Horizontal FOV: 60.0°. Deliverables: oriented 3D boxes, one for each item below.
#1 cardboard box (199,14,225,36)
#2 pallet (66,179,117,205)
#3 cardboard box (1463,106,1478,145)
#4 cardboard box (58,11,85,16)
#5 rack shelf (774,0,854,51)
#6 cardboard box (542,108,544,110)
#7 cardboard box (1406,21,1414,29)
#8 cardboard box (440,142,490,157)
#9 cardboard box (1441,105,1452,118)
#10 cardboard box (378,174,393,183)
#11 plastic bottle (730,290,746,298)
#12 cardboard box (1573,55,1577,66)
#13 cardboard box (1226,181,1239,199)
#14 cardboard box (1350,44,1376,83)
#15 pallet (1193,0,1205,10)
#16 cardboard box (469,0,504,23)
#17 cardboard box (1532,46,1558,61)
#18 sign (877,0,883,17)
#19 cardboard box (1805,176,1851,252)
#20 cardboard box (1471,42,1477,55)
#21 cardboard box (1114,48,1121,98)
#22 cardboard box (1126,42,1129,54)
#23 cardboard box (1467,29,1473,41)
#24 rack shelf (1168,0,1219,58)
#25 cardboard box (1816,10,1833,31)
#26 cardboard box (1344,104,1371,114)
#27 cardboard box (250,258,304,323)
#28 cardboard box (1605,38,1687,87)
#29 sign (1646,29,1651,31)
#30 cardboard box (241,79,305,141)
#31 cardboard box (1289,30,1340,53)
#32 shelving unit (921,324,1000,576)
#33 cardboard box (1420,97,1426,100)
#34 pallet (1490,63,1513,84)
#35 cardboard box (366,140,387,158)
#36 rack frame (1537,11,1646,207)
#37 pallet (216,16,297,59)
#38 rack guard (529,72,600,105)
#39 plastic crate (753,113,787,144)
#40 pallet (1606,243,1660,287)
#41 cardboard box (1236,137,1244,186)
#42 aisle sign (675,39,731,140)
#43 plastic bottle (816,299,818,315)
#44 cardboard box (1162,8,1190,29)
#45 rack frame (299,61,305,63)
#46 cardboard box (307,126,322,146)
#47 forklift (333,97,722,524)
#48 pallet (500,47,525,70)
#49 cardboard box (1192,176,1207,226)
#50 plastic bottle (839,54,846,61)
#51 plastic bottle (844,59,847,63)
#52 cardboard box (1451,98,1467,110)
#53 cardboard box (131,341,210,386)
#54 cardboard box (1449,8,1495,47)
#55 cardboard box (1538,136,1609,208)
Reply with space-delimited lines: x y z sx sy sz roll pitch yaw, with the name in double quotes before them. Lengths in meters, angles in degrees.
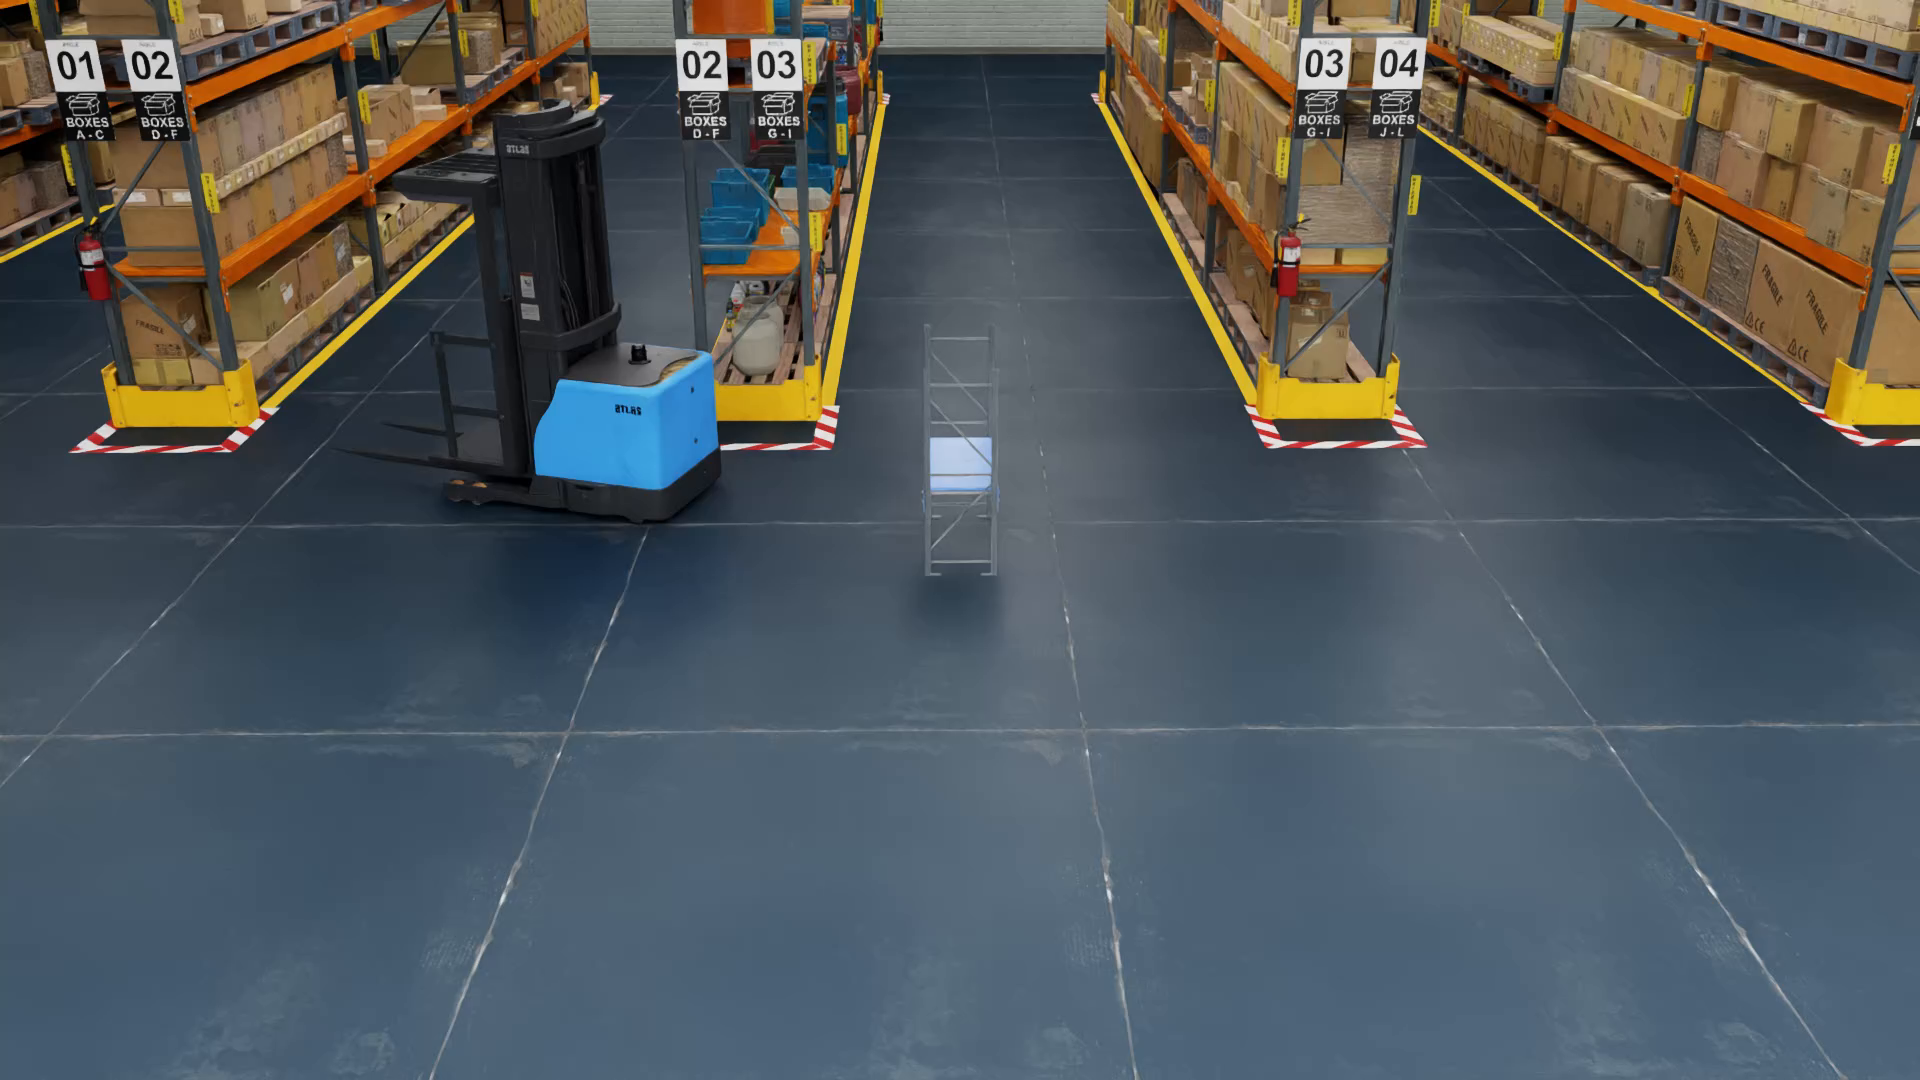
"cardboard box" -6.539 -4.407 14.223 0.380 0.149 0.250 0 24 -1
"pallet" -11.677 -4.742 22.361 1.003 0.211 1.213 0 24 -1
"cardboard box" 7.776 -6.129 24.569 0.500 0.500 0.500 1 24 1
"cardboard box" -12.018 -7.039 22.641 0.500 0.250 0.500 -1 24 -2
"rack shelf" -1.815 -5.946 18.874 1.077 0.370 4.000 0 24 -1
"cardboard box" -6.622 -6.508 25.612 0.500 0.311 0.500 0 24 -1
"cardboard box" 7.658 -8.566 27.737 0.380 0.149 0.250 -1 24 -2
"cardboard box" -6.509 -4.961 21.962 0.500 0.500 0.500 1 24 2
"cardboard box" 7.696 -6.650 25.786 0.380 0.149 0.250 -1 24 -3
"cardboard box" -7.061 -4.261 20.061 0.500 0.311 0.500 -1 24 -2
"plastic bottle" -2.185 -2.310 16.373 0.152 0.276 0.135 -1 24 -2
"cardboard box" 8.267 -6.259 21.766 0.380 0.149 0.250 1 24 2
"cardboard box" 2.855 -3.489 16.512 0.380 0.149 0.250 0 24 -1
"cardboard box" 3.456 -3.955 13.781 0.500 0.250 0.500 0 24 1
"pallet" 3.245 -6.069 18.500 1.213 0.211 1.003 0 24 -1
"cardboard box" -7.098 -8.067 24.996 0.500 0.500 0.500 0 24 0
"cardboard box" 7.613 -6.282 21.457 0.380 0.149 0.250 -1 24 -3
"sign" -1.374 -9.111 28.441 0.100 0.325 0.005 0 24 -1
"cardboard box" 8.087 -2.885 14.691 0.875 0.550 0.550 0 24 -1
"cardboard box" 7.585 -7.078 23.938 0.380 0.149 0.250 0 24 0
"cardboard box" 3.115 -8.010 28.273 0.875 0.875 0.875 0 24 -1
"cardboard box" 2.738 -7.518 25.421 0.380 0.149 0.250 0 24 0
"cardboard box" 7.582 -7.324 24.121 0.380 0.149 0.250 -1 24 -2
"rack shelf" 3.137 -5.968 18.923 1.077 0.370 4.000 0 24 -1
"cardboard box" 7.808 -4.586 14.667 0.380 0.149 0.250 0 24 0
"cardboard box" 3.471 -3.528 14.598 0.500 0.500 0.500 0 24 -1
"cardboard box" -6.512 -2.328 15.559 0.500 0.500 0.500 0 24 -1
"cardboard box" 8.086 -5.631 19.608 0.700 0.500 0.500 -1 24 -1
"sign" 8.631 -6.266 20.942 0.100 0.325 0.005 0 24 -1
"cardboard box" -6.724 -4.102 15.867 0.700 0.500 0.500 0 24 -1
"cardboard box" 2.888 -4.050 13.507 0.380 0.149 0.250 0 24 -1
"shelving unit" 0.001 -0.648 11.747 0.538 1.500 1.048 0 24 -1
"cardboard box" 7.676 -7.183 27.324 0.380 0.149 0.250 -1 24 -3
"pallet" 8.014 -6.462 23.015 1.003 0.211 1.213 0 24 -1
"cardboard box" -6.552 -4.314 18.337 0.380 0.149 0.250 0 24 -1
"rack frame" 8.076 -5.734 21.172 1.000 3.000 0.127 0 24 -1
"pallet" -6.701 -4.536 14.990 1.003 0.211 1.213 0 24 -1
"rack guard" -6.877 -7.837 28.855 1.175 0.500 0.348 0 24 -1
"plastic crate" -2.117 -4.529 18.527 0.392 0.384 0.575 0 24 -1
"pallet" 8.036 -3.133 18.805 1.003 0.211 1.213 0 24 -1
"cardboard box" 3.179 -3.689 16.168 0.875 0.500 0.500 0 24 -1
"aisle sign" -2.046 -3.588 13.273 0.394 0.787 0.004 0 24 -1
"plastic bottle" -1.464 -2.332 16.512 0.097 0.201 0.097 0 24 0
"cardboard box" 3.119 -6.826 22.248 0.797 0.503 0.637 0 24 1
"rack frame" -11.831 -8.983 28.356 1.000 3.000 0.127 0 24 -1
"cardboard box" -6.519 -3.974 16.373 0.380 0.149 0.250 0 24 -1
"forklift" -3.449 -1.803 12.563 3.031 2.935 1.130 8 25 17
"pallet" -6.934 -6.942 24.075 1.003 0.211 1.213 0 24 -1
"cardboard box" 3.175 -4.077 20.008 0.700 0.500 0.500 2 24 4
"plastic bottle" -1.667 -6.738 23.548 0.097 0.271 0.097 0 24 0
"plastic bottle" -1.531 -6.526 22.982 0.144 0.351 0.185 0 24 -1
"cardboard box" 7.769 -6.691 25.517 0.380 0.149 0.250 0 24 1
"cardboard box" -7.004 -1.572 14.797 0.500 0.250 0.500 0 24 -1
"cardboard box" 7.745 -7.762 25.173 0.500 0.500 0.500 0 24 0
"cardboard box" 7.993 -4.649 20.994 1.050 0.750 0.750 -1 24 -1
